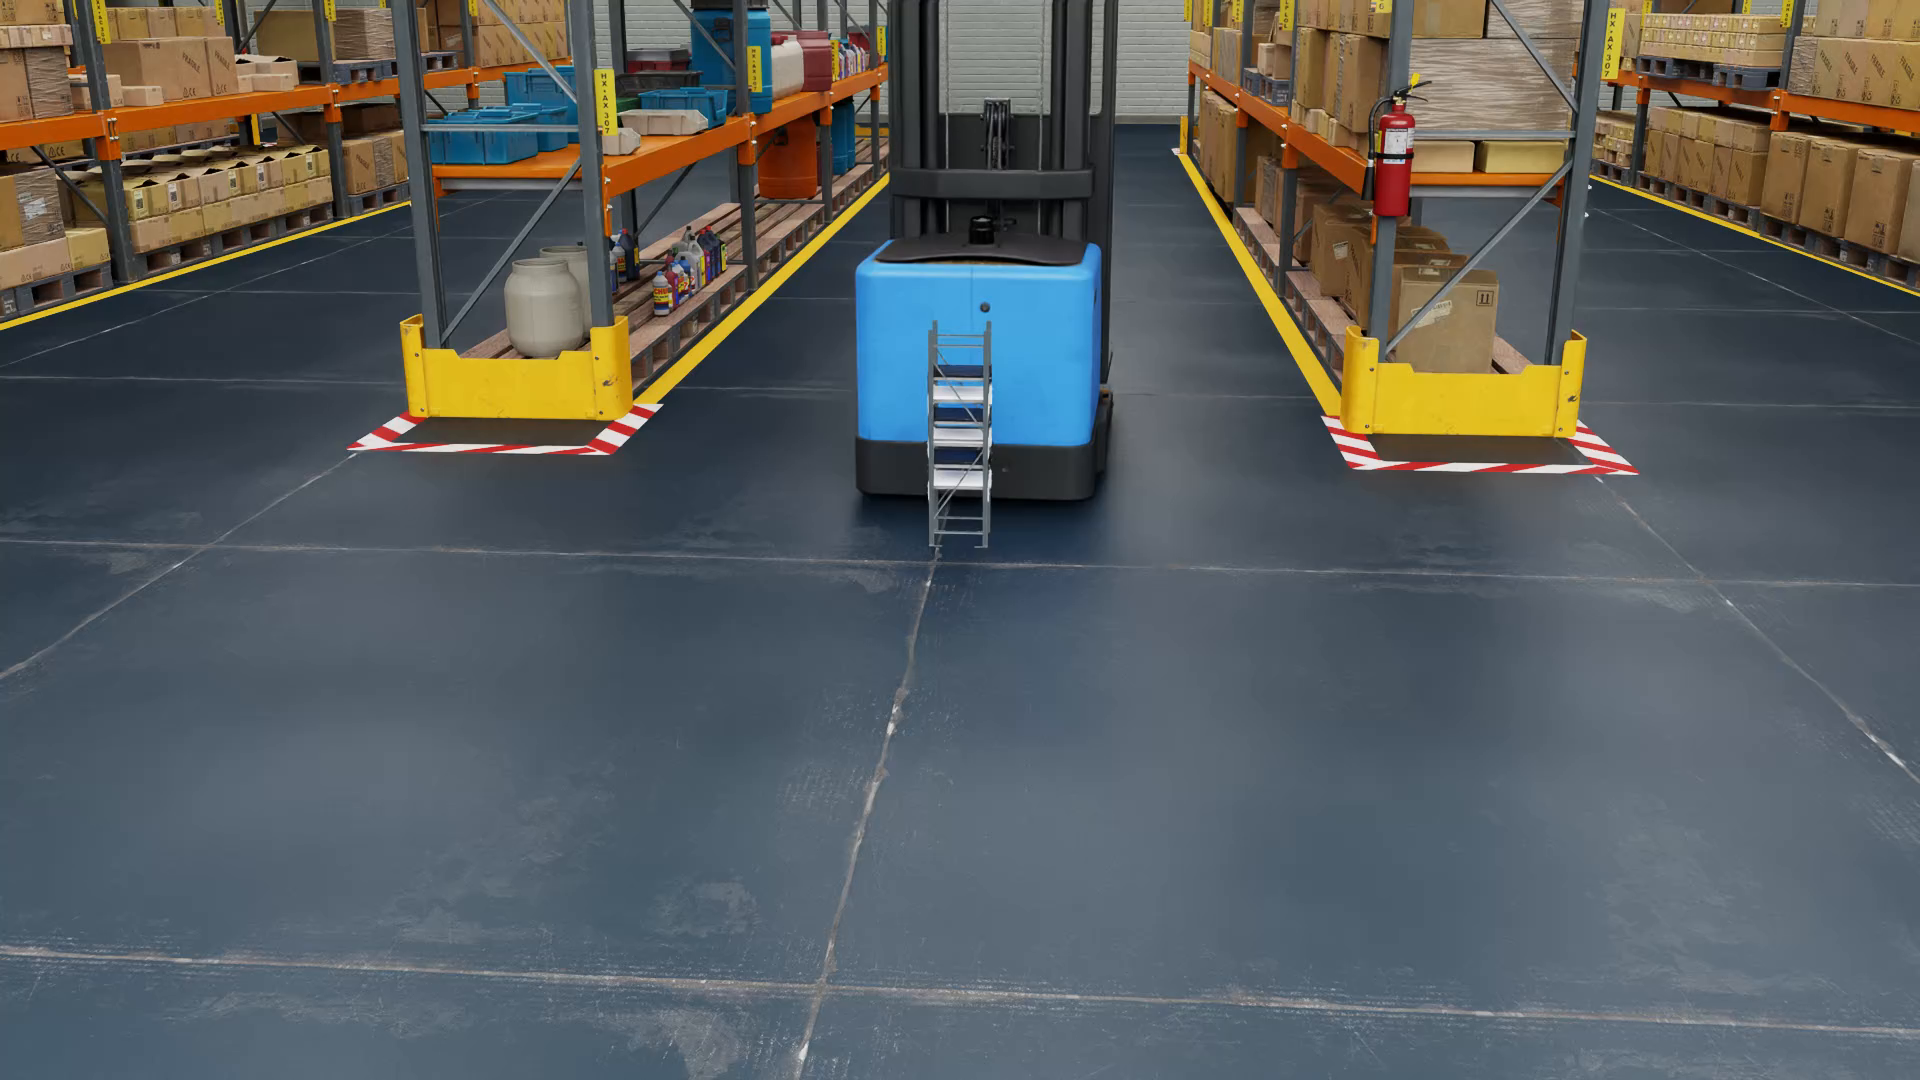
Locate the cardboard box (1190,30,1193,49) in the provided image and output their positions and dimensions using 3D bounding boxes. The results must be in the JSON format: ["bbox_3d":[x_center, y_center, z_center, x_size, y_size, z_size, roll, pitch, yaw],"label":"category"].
[{"bbox_3d":[3.438,-6.890,22.895,0.500,0.250,0.500,1,18,2],"label":"cardboard box"}]

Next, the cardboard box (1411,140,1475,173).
[{"bbox_3d":[2.410,-1.967,8.512,0.380,0.149,0.250,1,18,4],"label":"cardboard box"}]

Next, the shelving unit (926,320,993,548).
[{"bbox_3d":[0.001,-0.430,6.791,0.258,0.900,0.210,1,18,4],"label":"shelving unit"}]

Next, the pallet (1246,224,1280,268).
[{"bbox_3d":[3.021,-2.532,14.312,1.003,0.211,1.213,1,18,4],"label":"pallet"}]

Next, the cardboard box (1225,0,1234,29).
[{"bbox_3d":[3.418,-6.046,18.785,0.797,0.503,0.637,1,18,2],"label":"cardboard box"}]

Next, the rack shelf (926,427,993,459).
[{"bbox_3d":[0.001,-0.398,6.801,0.258,0.077,0.200,1,18,4],"label":"rack shelf"}]

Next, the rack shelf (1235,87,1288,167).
[{"bbox_3d":[3.025,-3.515,13.988,1.077,0.370,4.000,1,18,4],"label":"rack shelf"}]

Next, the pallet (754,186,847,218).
[{"bbox_3d":[-1.757,-3.509,17.293,1.003,0.211,1.213,1,18,4],"label":"pallet"}]

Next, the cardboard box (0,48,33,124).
[{"bbox_3d":[-7.055,-3.203,11.722,0.700,0.500,0.500,1,18,3],"label":"cardboard box"}]

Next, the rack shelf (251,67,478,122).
[{"bbox_3d":[-6.568,-4.979,18.458,1.077,0.370,4.000,1,18,4],"label":"rack shelf"}]

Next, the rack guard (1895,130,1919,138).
[{"bbox_3d":[13.628,-5.561,23.091,1.175,0.500,0.348,1,18,4],"label":"rack guard"}]

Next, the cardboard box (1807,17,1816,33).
[{"bbox_3d":[8.352,-4.921,15.899,0.380,0.149,0.250,1,18,2],"label":"cardboard box"}]

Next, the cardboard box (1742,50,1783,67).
[{"bbox_3d":[7.686,-4.579,15.811,0.380,0.149,0.250,2,18,5],"label":"cardboard box"}]

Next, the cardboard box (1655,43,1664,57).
[{"bbox_3d":[7.873,-5.382,18.261,0.380,0.149,0.250,1,18,4],"label":"cardboard box"}]

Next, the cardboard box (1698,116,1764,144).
[{"bbox_3d":[7.974,-4.237,17.171,0.500,0.250,0.500,2,18,5],"label":"cardboard box"}]

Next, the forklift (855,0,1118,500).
[{"bbox_3d":[0.230,-1.979,8.256,1.130,2.935,3.031,2,18,7],"label":"forklift"}]

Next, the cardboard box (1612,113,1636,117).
[{"bbox_3d":[8.930,-5.618,22.199,0.380,0.149,0.250,1,18,3],"label":"cardboard box"}]

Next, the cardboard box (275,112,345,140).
[{"bbox_3d":[-6.879,-4.391,17.610,0.500,0.250,0.500,2,18,6],"label":"cardboard box"}]

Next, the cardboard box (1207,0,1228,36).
[{"bbox_3d":[3.222,-6.295,19.877,0.500,0.500,0.500,2,18,5],"label":"cardboard box"}]

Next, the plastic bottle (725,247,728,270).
[{"bbox_3d":[-1.773,-2.106,12.320,0.097,0.201,0.097,0,18,0],"label":"plastic bottle"}]

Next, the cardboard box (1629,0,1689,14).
[{"bbox_3d":[8.159,-6.394,19.376,0.500,0.500,0.500,1,18,2],"label":"cardboard box"}]

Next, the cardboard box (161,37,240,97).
[{"bbox_3d":[-6.816,-4.226,14.843,0.500,0.500,0.500,0,18,1],"label":"cardboard box"}]

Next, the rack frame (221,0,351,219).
[{"bbox_3d":[-6.712,-4.700,16.450,1.000,3.000,0.127,1,18,4],"label":"rack frame"}]

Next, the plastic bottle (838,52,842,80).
[{"bbox_3d":[-1.290,-5.018,17.607,0.061,0.283,0.133,1,18,4],"label":"plastic bottle"}]

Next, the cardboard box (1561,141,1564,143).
[{"bbox_3d":[8.388,-5.427,22.571,0.380,0.149,0.250,1,18,4],"label":"cardboard box"}]

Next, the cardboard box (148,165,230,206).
[{"bbox_3d":[-6.644,-3.056,14.274,0.500,0.311,0.500,1,18,2],"label":"cardboard box"}]

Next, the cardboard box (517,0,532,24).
[{"bbox_3d":[-6.001,-7.086,21.963,0.500,0.500,0.500,2,18,6],"label":"cardboard box"}]

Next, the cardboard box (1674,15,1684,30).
[{"bbox_3d":[7.835,-5.506,17.682,0.380,0.149,0.250,1,18,3],"label":"cardboard box"}]

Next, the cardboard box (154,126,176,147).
[{"bbox_3d":[-11.132,-5.609,22.563,0.700,0.500,0.500,2,18,5],"label":"cardboard box"}]

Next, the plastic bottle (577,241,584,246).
[{"bbox_3d":[-2.574,-1.864,11.343,0.144,0.351,0.185,1,18,3],"label":"plastic bottle"}]

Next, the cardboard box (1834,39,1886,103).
[{"bbox_3d":[7.737,-3.935,13.955,0.500,0.500,0.500,1,18,4],"label":"cardboard box"}]

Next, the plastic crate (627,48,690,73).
[{"bbox_3d":[-2.329,-3.534,12.787,0.402,0.464,0.583,1,18,4],"label":"plastic crate"}]

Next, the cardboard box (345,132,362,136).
[{"bbox_3d":[-6.842,-4.178,18.164,0.500,0.500,0.500,1,18,2],"label":"cardboard box"}]

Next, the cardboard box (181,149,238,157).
[{"bbox_3d":[-7.072,-3.540,15.751,0.500,0.311,0.500,1,18,3],"label":"cardboard box"}]

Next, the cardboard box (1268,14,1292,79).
[{"bbox_3d":[2.914,-4.025,13.548,0.797,0.503,0.637,3,18,10],"label":"cardboard box"}]

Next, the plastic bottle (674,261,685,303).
[{"bbox_3d":[-1.872,-1.710,11.000,0.097,0.271,0.097,0,18,0],"label":"plastic bottle"}]

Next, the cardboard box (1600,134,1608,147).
[{"bbox_3d":[8.224,-4.992,20.768,0.380,0.149,0.250,2,18,5],"label":"cardboard box"}]

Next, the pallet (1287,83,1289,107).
[{"bbox_3d":[3.082,-3.379,12.725,1.003,0.211,1.213,1,18,4],"label":"pallet"}]

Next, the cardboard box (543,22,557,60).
[{"bbox_3d":[-5.933,-6.926,23.082,0.500,0.500,0.500,1,18,4],"label":"cardboard box"}]

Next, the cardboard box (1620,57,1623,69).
[{"bbox_3d":[8.258,-5.795,20.196,0.380,0.149,0.250,1,18,2],"label":"cardboard box"}]

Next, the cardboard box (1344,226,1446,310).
[{"bbox_3d":[2.814,-1.751,10.790,0.500,0.500,0.500,0,18,-1],"label":"cardboard box"}]

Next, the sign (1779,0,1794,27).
[{"bbox_3d":[7.567,-4.858,15.198,0.100,0.325,0.005,1,18,4],"label":"sign"}]

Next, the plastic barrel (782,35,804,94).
[{"bbox_3d":[-1.632,-4.317,15.102,0.421,0.512,0.421,0,18,0],"label":"plastic barrel"}]

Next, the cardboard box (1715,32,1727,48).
[{"bbox_3d":[7.742,-4.963,16.504,0.380,0.149,0.250,1,18,4],"label":"cardboard box"}]

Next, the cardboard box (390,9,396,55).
[{"bbox_3d":[-6.490,-5.639,18.482,0.700,0.500,0.500,-3,18,-10],"label":"cardboard box"}]

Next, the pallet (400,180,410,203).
[{"bbox_3d":[-6.531,-3.984,18.743,1.003,0.211,1.213,1,18,4],"label":"pallet"}]

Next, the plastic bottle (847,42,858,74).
[{"bbox_3d":[-1.238,-5.457,18.839,0.144,0.351,0.185,1,18,4],"label":"plastic bottle"}]

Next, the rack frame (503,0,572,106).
[{"bbox_3d":[-6.138,-7.185,24.033,1.000,3.000,0.127,1,18,4],"label":"rack frame"}]

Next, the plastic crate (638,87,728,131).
[{"bbox_3d":[-1.867,-2.926,11.273,0.499,0.251,0.616,1,18,4],"label":"plastic crate"}]

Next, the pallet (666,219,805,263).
[{"bbox_3d":[-1.956,-2.646,14.658,1.003,0.211,1.213,1,18,4],"label":"pallet"}]

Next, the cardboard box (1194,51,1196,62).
[{"bbox_3d":[3.316,-6.421,22.105,0.380,0.149,0.250,1,18,3],"label":"cardboard box"}]

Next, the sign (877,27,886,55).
[{"bbox_3d":[-0.936,-5.949,19.818,0.100,0.325,0.005,1,18,4],"label":"sign"}]

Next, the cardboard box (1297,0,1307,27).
[{"bbox_3d":[2.596,-3.765,11.353,0.500,0.500,0.500,1,18,4],"label":"cardboard box"}]

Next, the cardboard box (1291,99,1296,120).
[{"bbox_3d":[2.567,-3.056,11.836,0.380,0.149,0.250,1,18,4],"label":"cardboard box"}]
